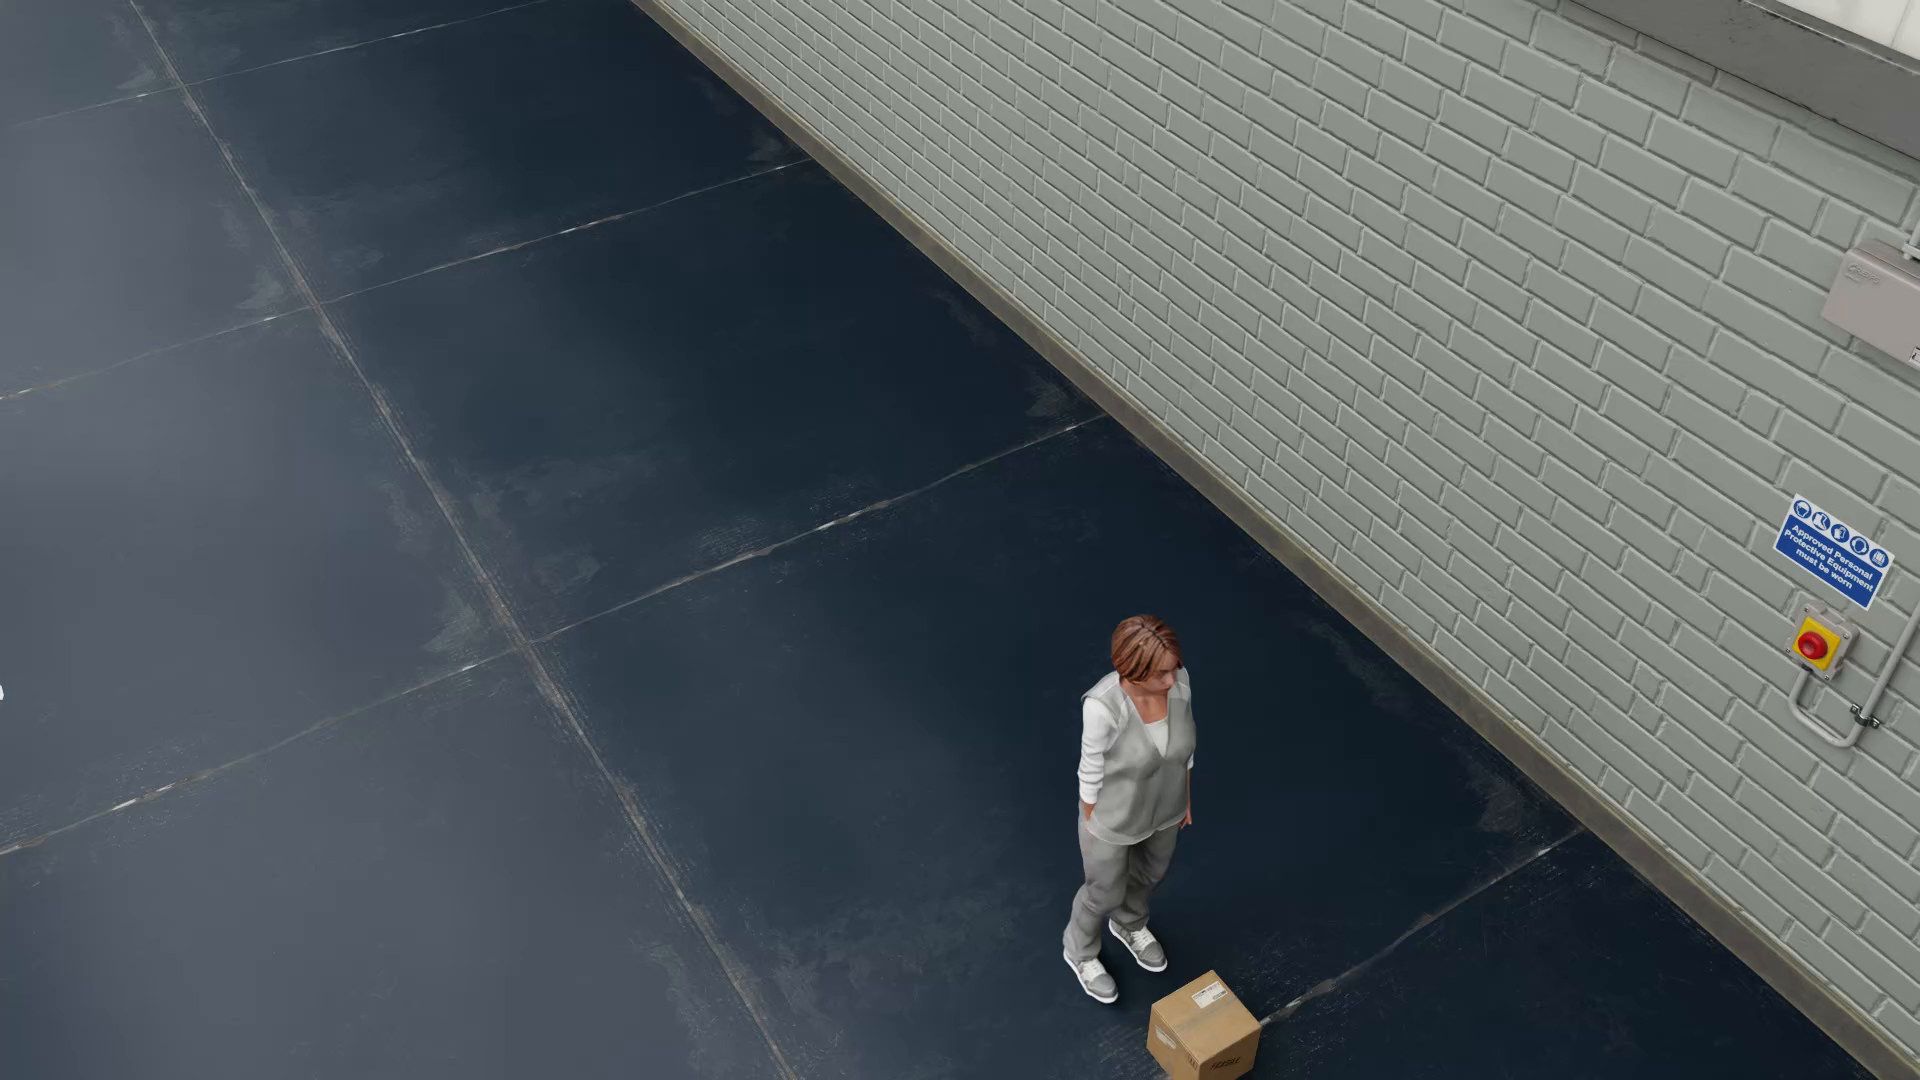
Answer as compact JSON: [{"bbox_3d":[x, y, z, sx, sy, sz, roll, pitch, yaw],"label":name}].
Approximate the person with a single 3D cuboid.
[{"bbox_3d":[0.547,0.843,5.220,0.408,1.582,0.307,-22,46,-23],"label":"person"}]
